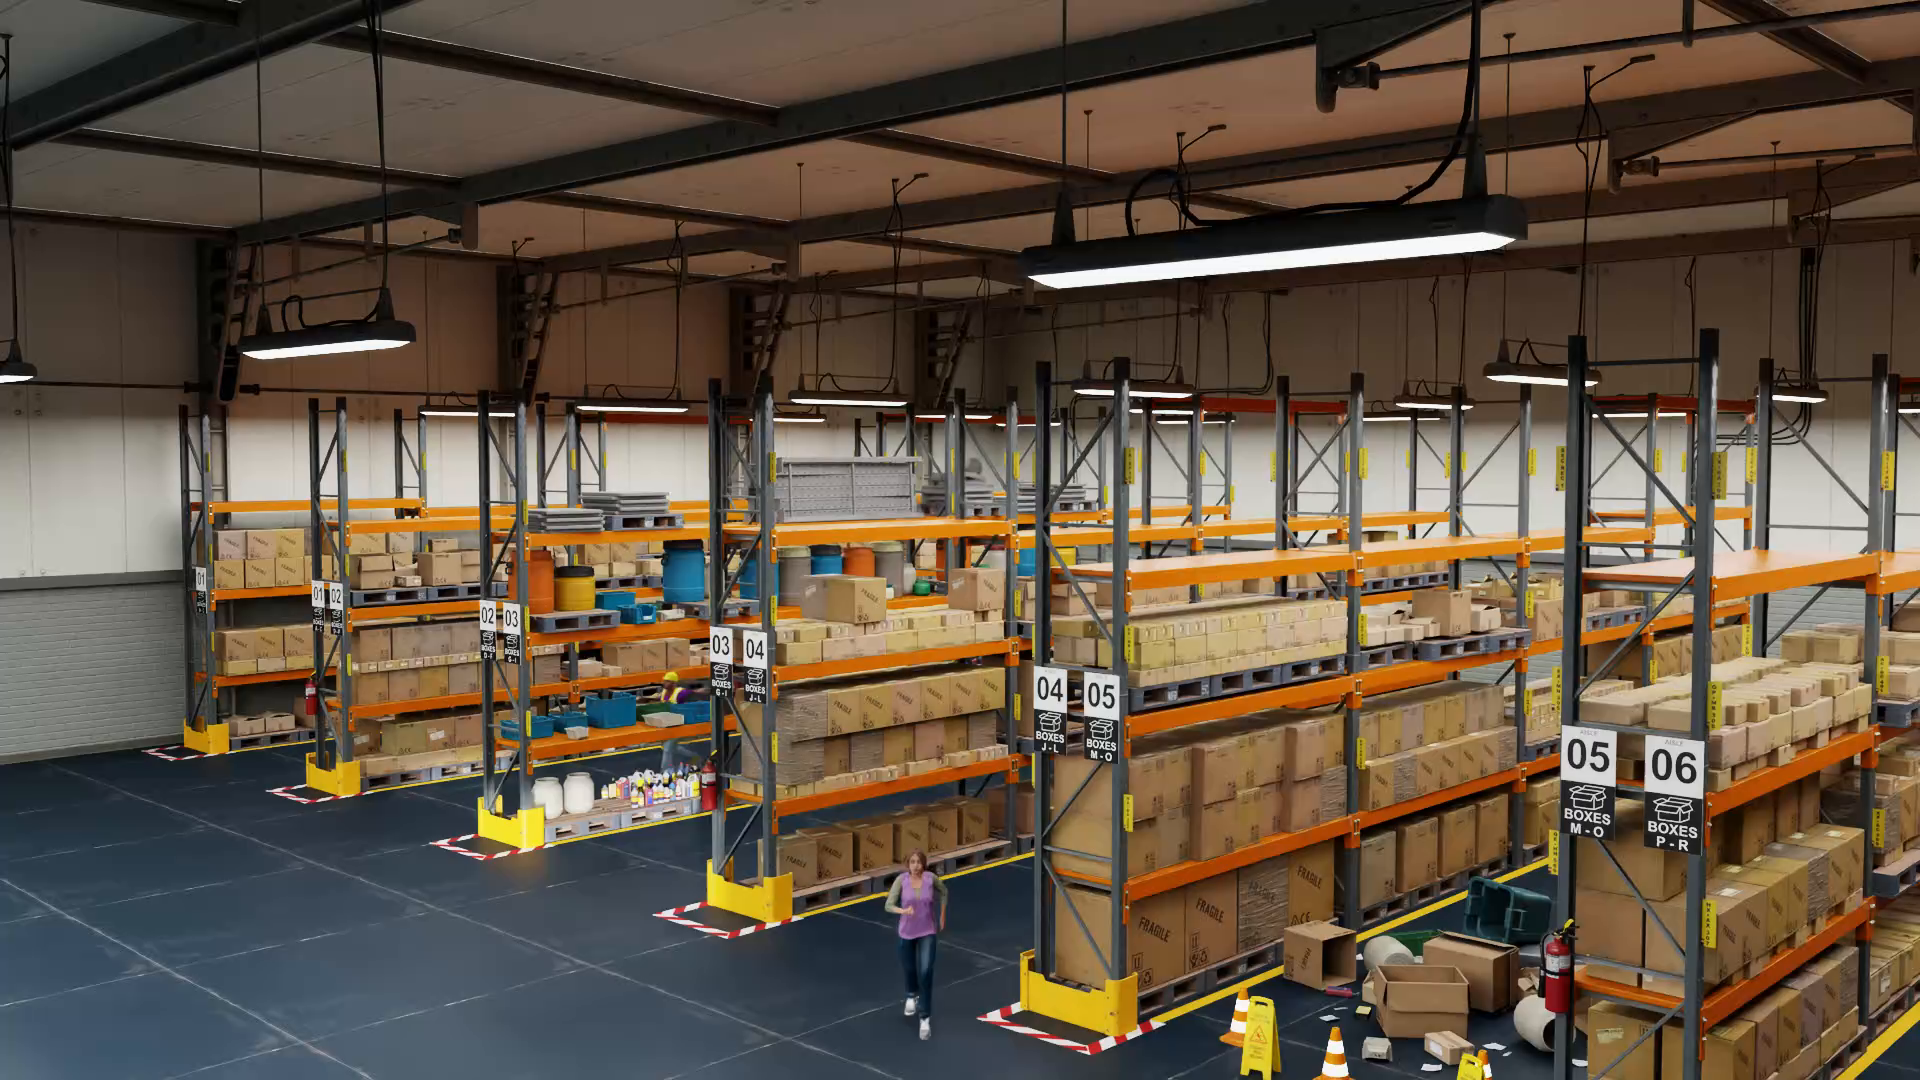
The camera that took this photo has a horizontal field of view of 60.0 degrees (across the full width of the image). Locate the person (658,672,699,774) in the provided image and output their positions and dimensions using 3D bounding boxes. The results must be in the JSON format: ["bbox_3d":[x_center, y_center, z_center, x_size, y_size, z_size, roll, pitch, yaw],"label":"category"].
[{"bbox_3d":[-4.453,2.922,26.017,0.725,1.756,0.984,2,4,39],"label":"person"}]

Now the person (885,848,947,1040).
[{"bbox_3d":[-0.391,3.581,14.923,0.555,1.622,0.747,0,3,0],"label":"person"}]
